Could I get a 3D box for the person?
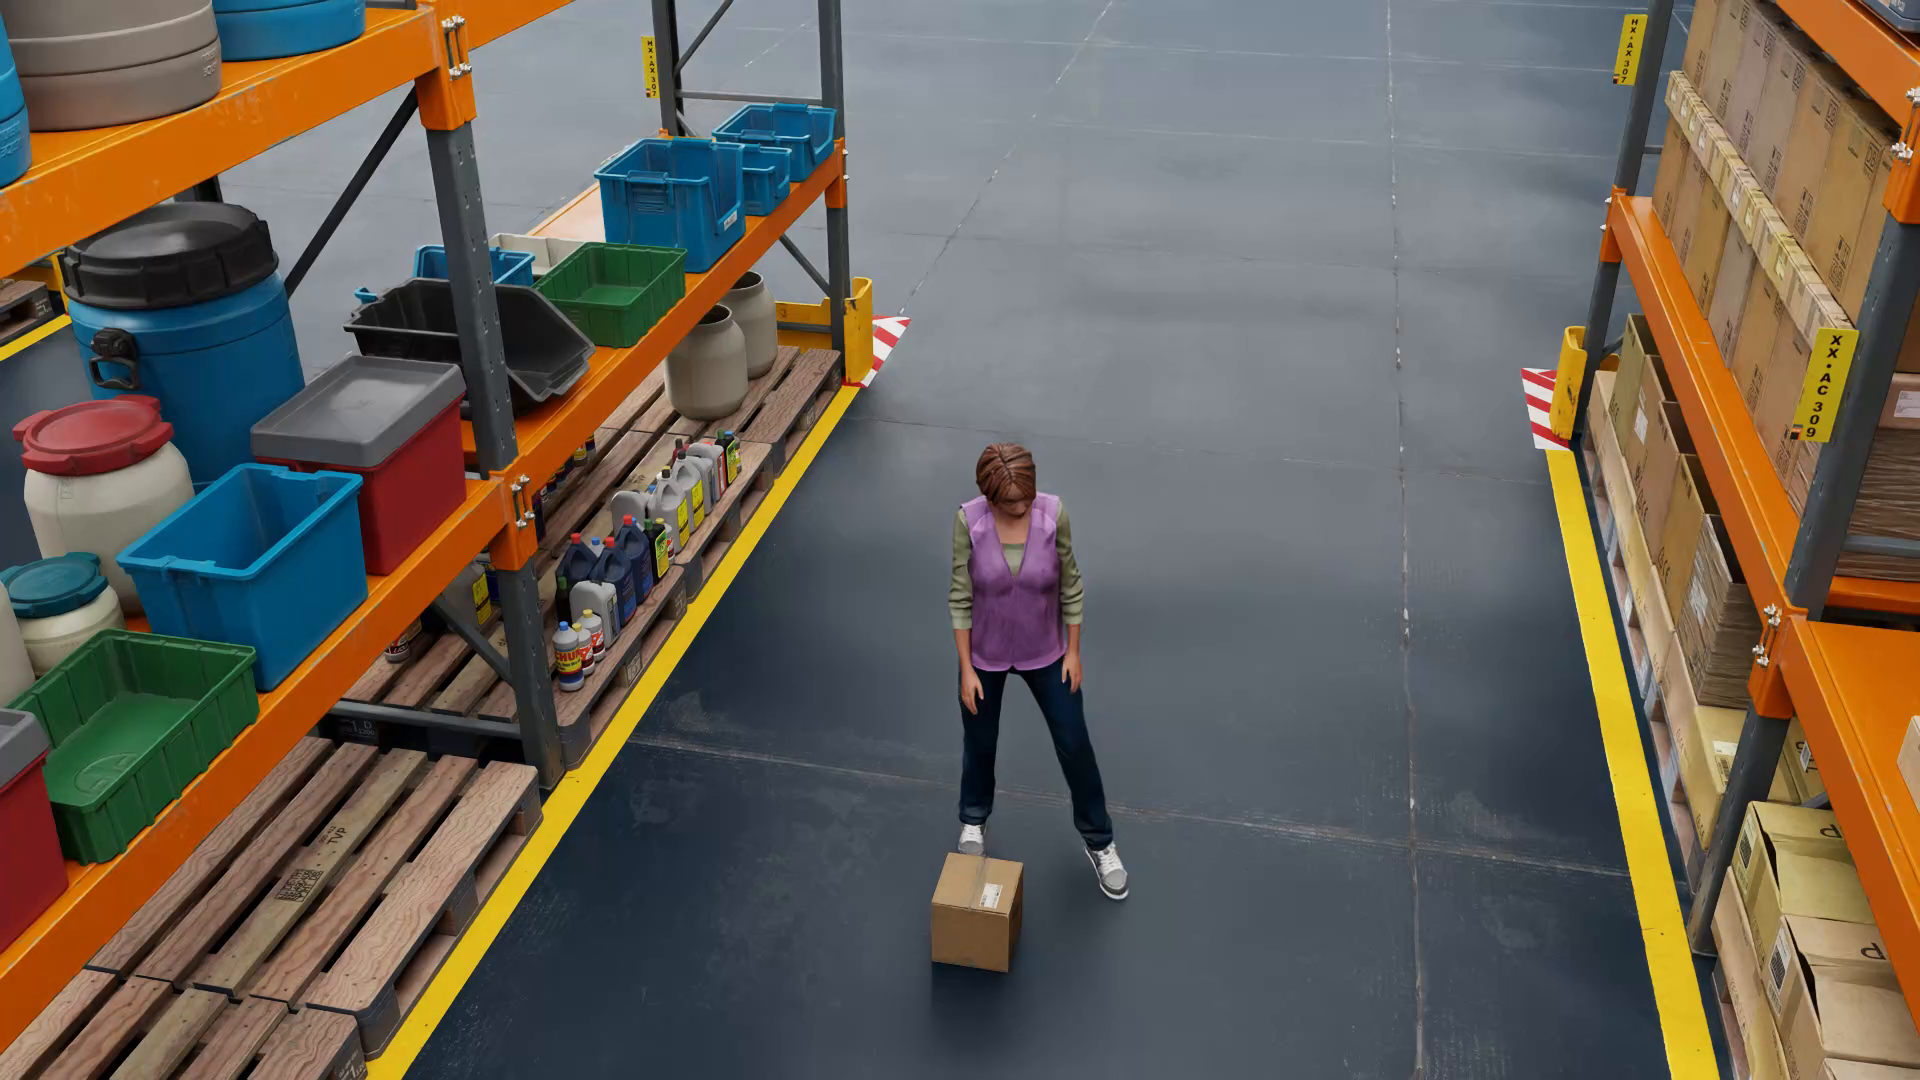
[{"bbox_3d":[0.267,0.415,5.383,0.608,1.579,0.435,0,29,0],"label":"person"}]
